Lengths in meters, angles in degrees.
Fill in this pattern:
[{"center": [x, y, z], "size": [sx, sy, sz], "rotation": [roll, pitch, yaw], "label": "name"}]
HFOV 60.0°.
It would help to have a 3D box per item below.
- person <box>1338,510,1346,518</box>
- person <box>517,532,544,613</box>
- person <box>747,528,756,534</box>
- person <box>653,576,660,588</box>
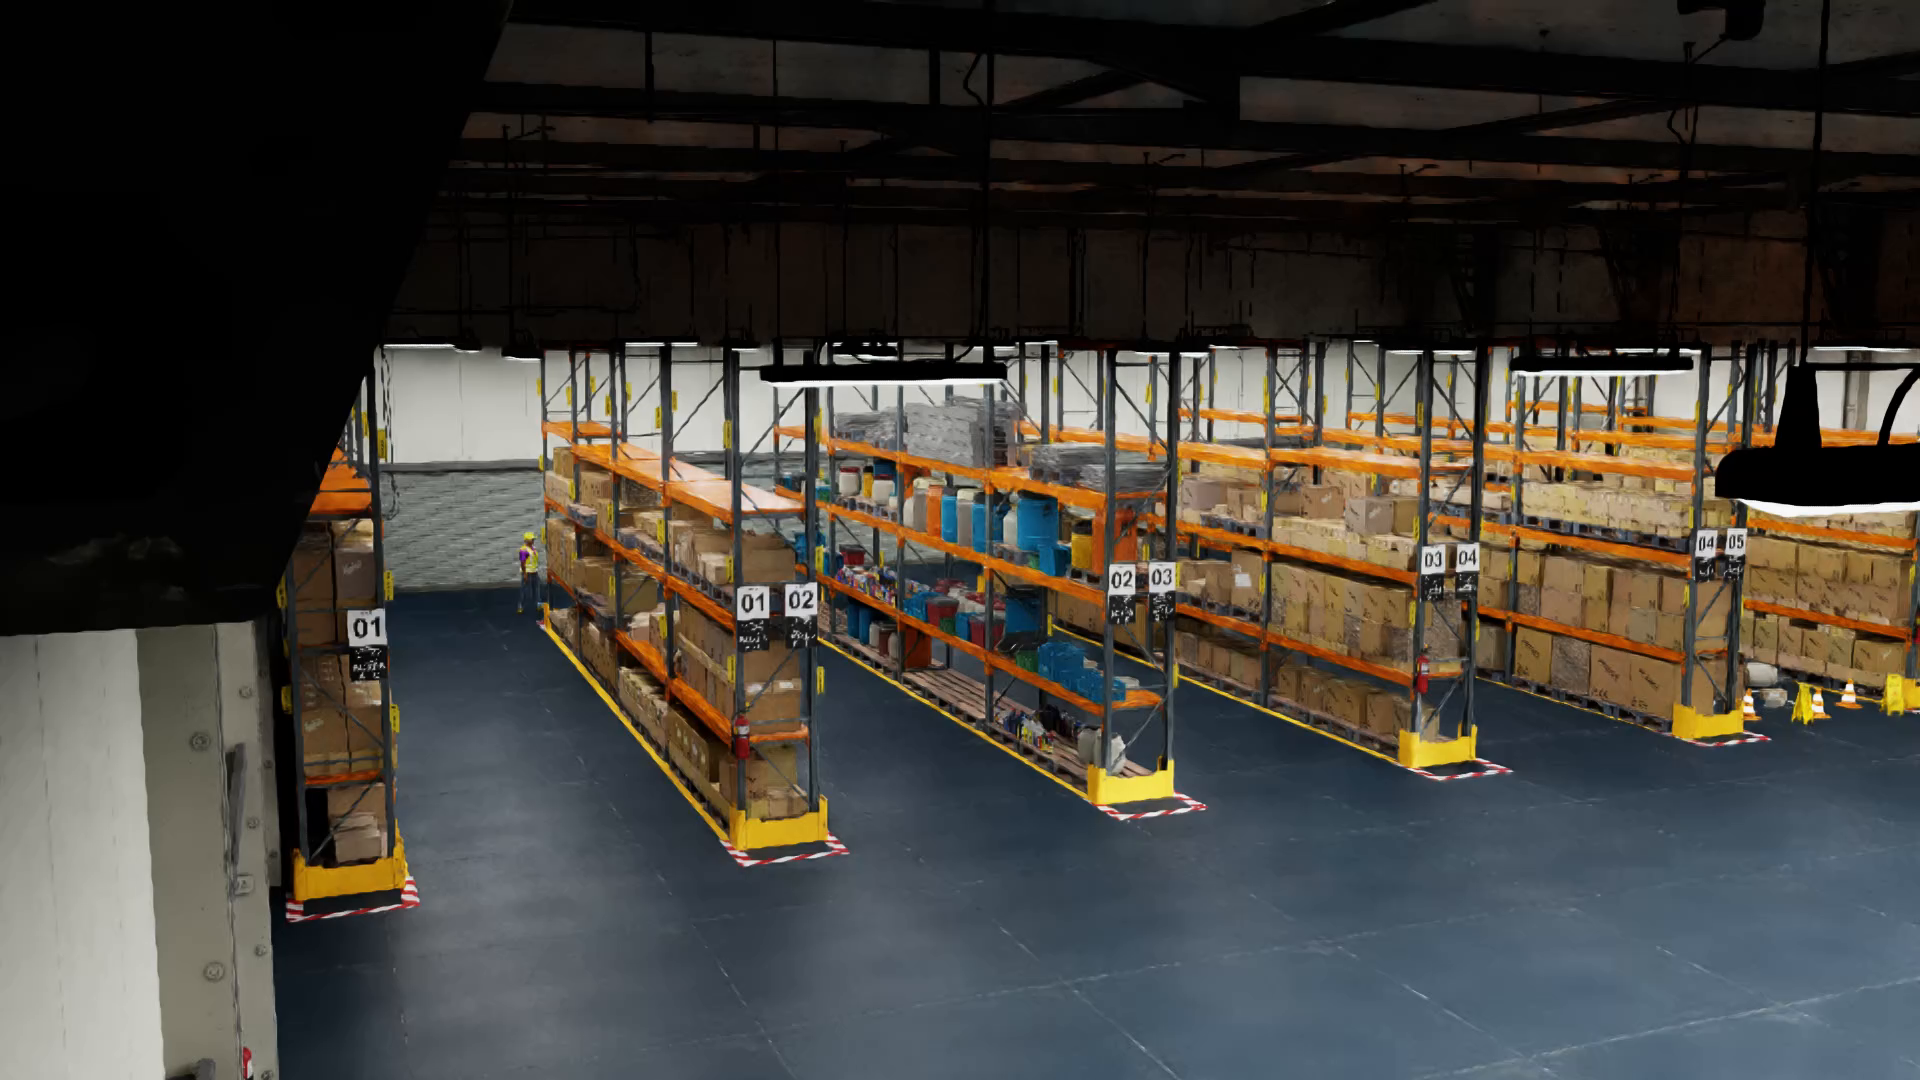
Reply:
[{"center": [9.340, 0.146, 40.720], "size": [0.513, 1.786, 0.633], "rotation": [-4, 8, -29], "label": "person"}, {"center": [-9.438, 0.695, 36.565], "size": [0.536, 1.758, 0.727], "rotation": [2, 8, 15], "label": "person"}, {"center": [-4.954, 0.485, 38.967], "size": [0.854, 1.561, 0.486], "rotation": [6, 10, 39], "label": "person"}, {"center": [-6.546, 0.836, 35.362], "size": [0.452, 1.785, 0.672], "rotation": [-1, 7, -5], "label": "person"}]
